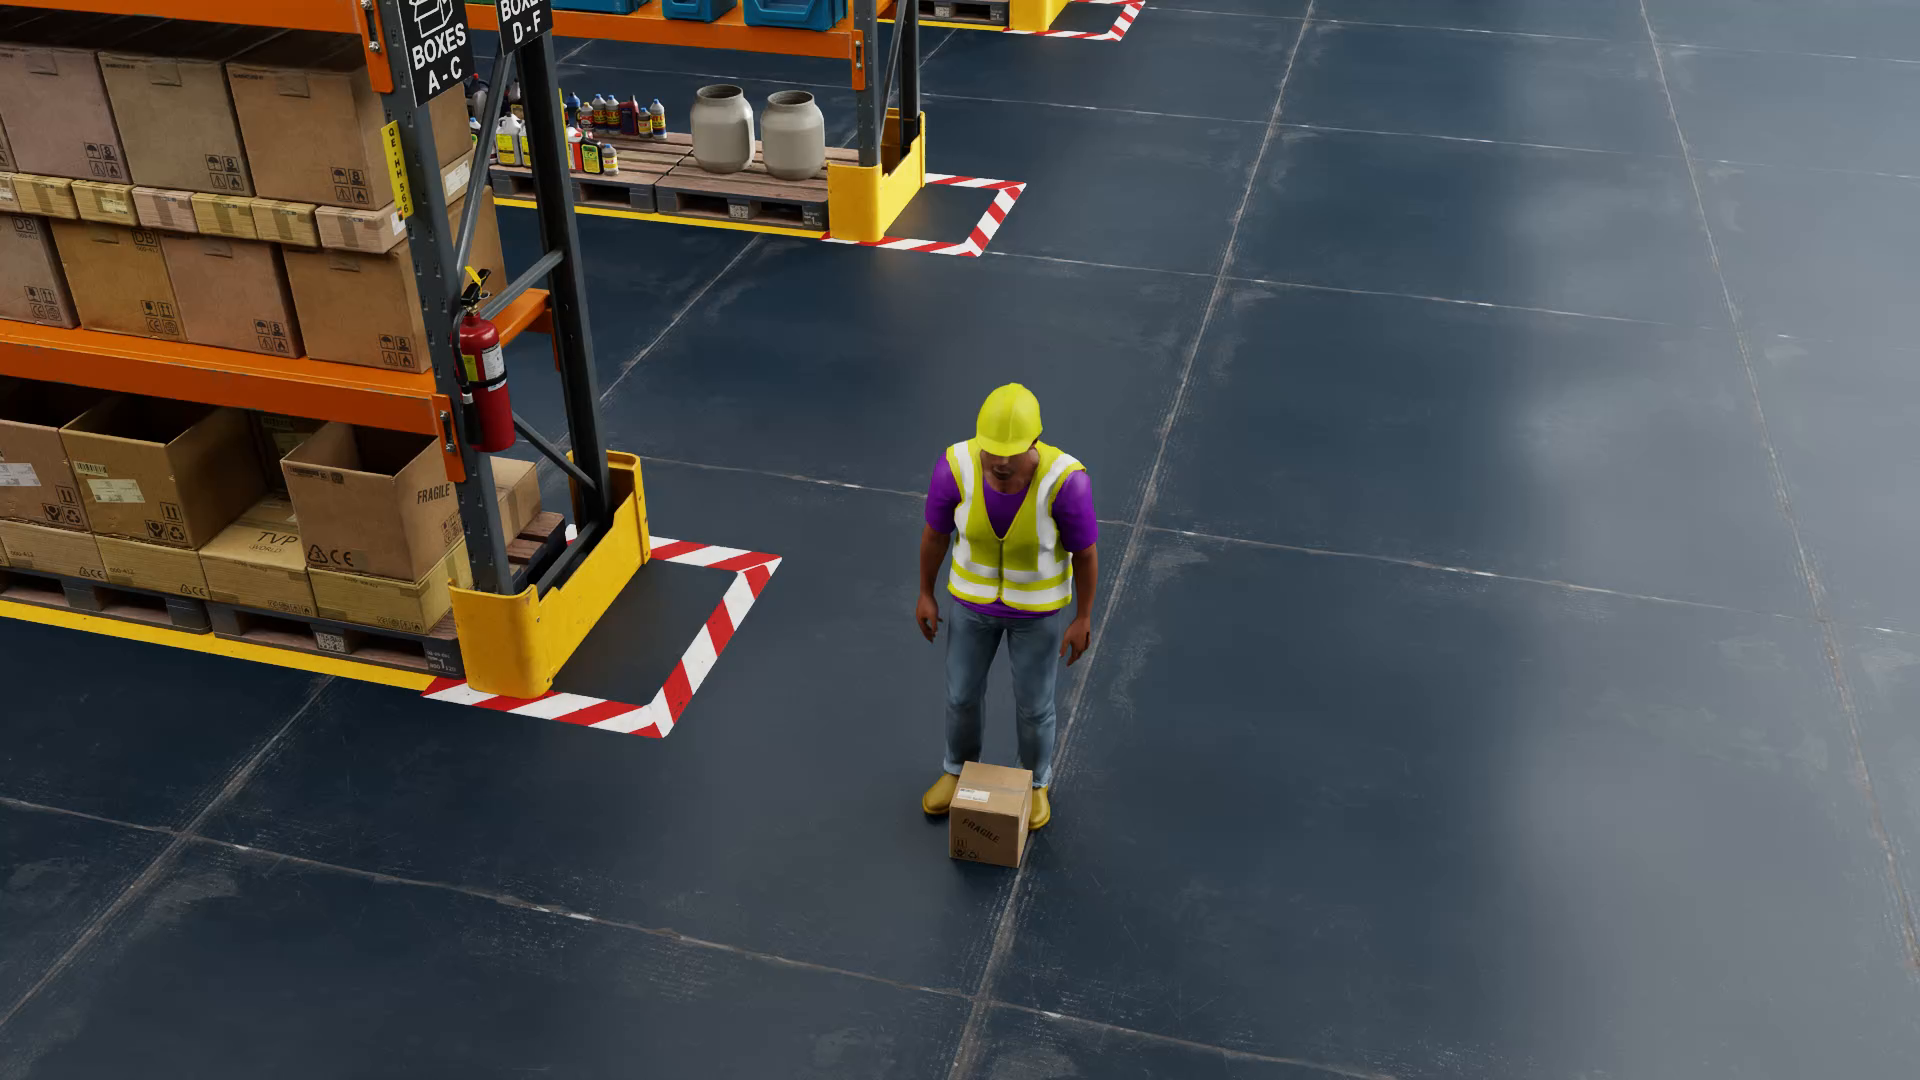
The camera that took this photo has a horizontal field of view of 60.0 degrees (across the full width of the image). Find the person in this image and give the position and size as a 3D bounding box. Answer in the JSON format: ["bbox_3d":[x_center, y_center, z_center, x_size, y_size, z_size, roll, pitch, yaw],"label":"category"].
[{"bbox_3d":[0.154,0.230,5.762,0.628,1.761,0.457,8,34,13],"label":"person"}]
